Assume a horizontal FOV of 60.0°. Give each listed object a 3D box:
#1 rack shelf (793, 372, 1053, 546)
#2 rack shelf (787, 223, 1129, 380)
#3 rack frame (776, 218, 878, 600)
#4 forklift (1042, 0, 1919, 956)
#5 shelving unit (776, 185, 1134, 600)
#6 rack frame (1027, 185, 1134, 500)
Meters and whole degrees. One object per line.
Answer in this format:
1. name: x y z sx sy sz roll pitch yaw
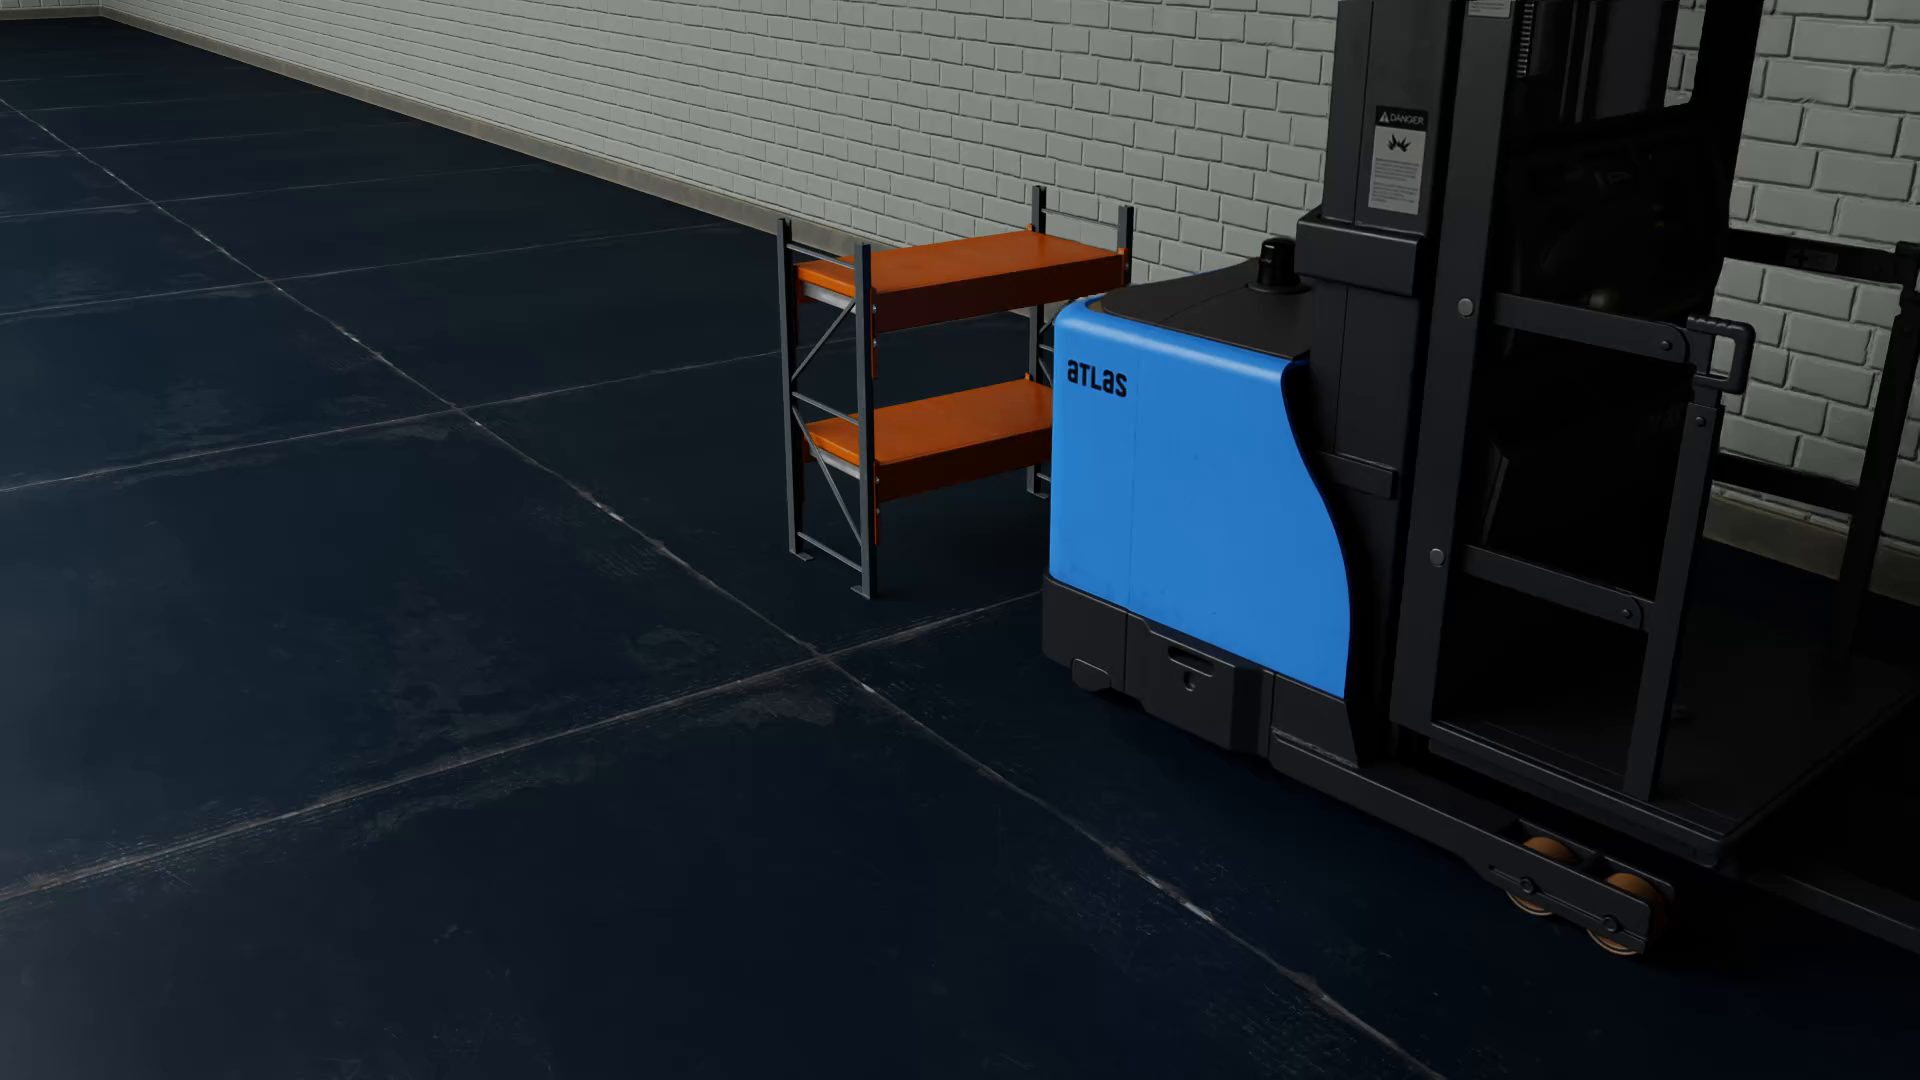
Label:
1. rack shelf: -0.005 -0.294 5.599 1.000 0.278 0.538 -15 26 -33
2. rack shelf: -0.005 -0.793 5.400 1.000 0.278 0.538 -15 26 -33
3. rack frame: -0.418 -0.411 5.233 0.032 1.125 0.500 -15 26 -33
4. forklift: 1.592 -0.697 3.513 1.130 2.935 3.031 -18 28 -38
5. shelving unit: -0.005 -0.521 5.509 1.048 1.125 0.538 -15 26 -33
6. rack frame: 0.407 -0.631 5.784 0.032 1.125 0.500 -15 26 -33
